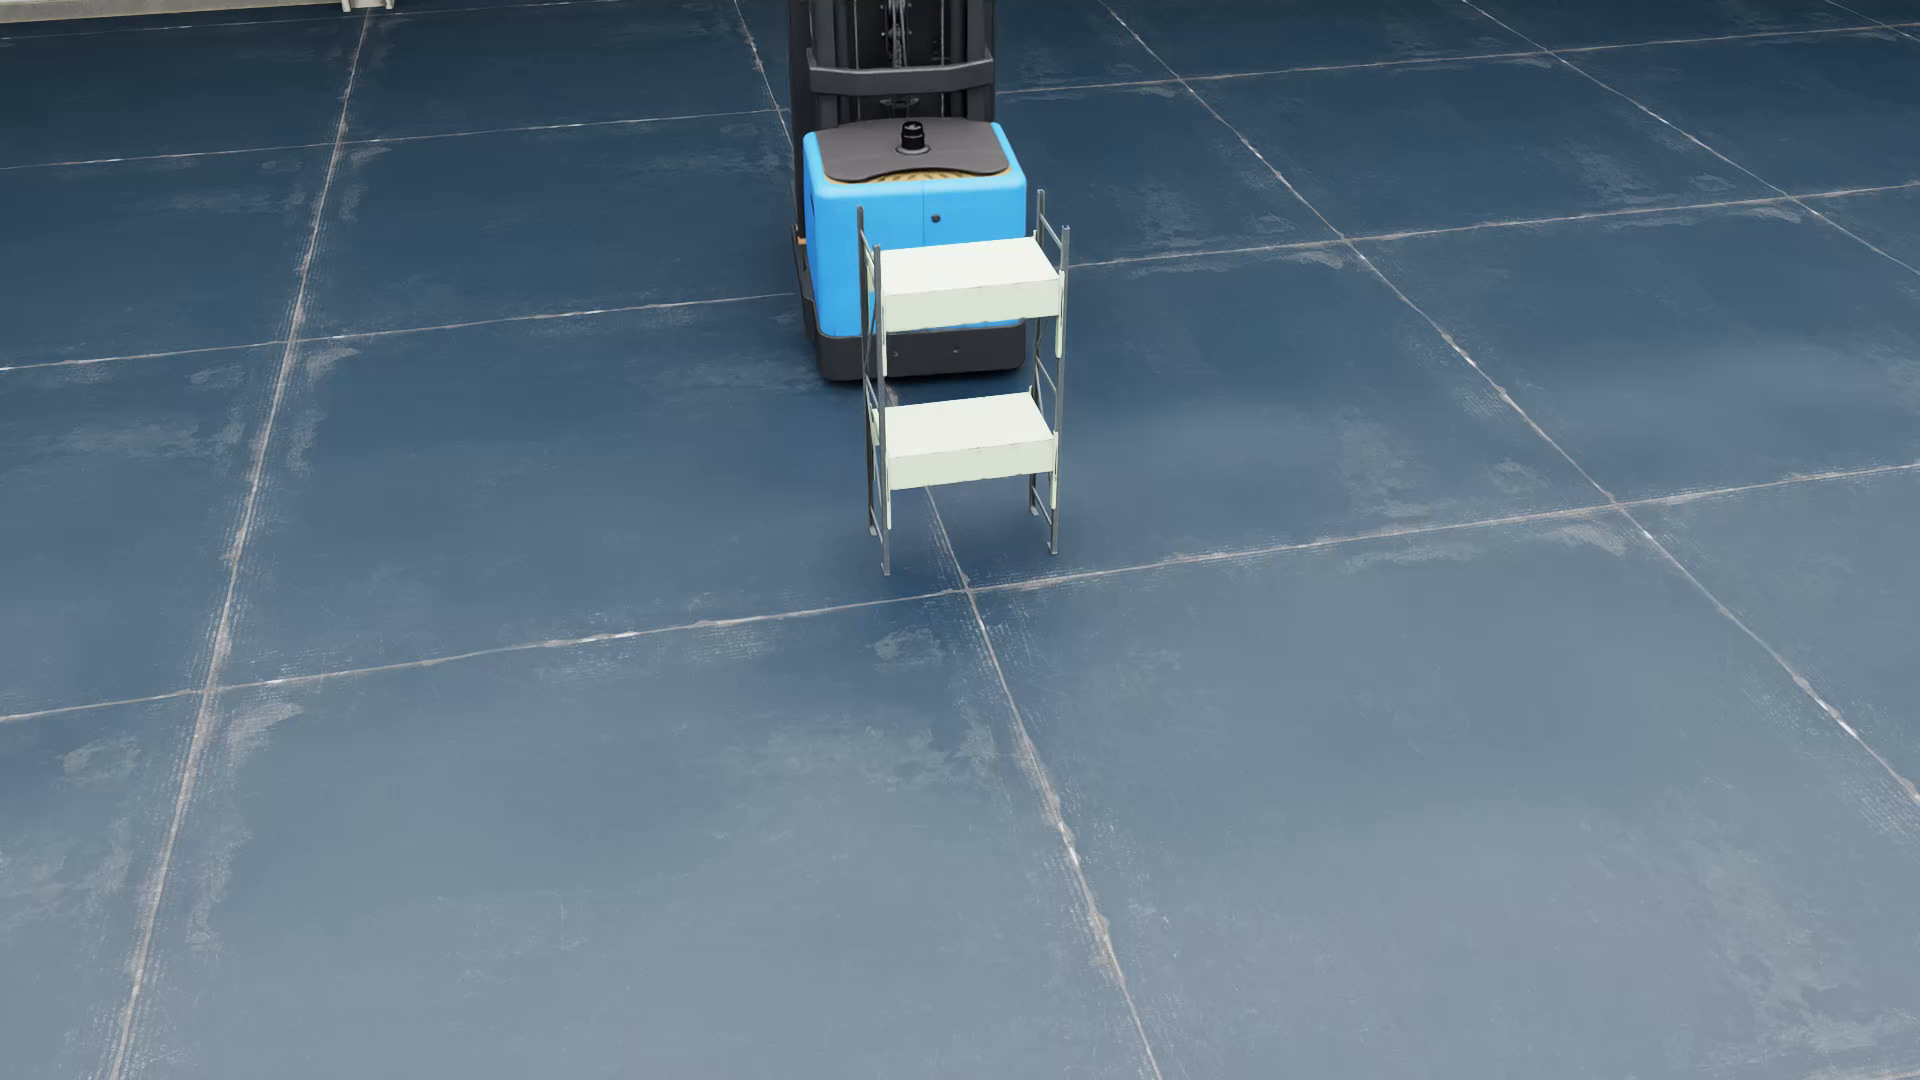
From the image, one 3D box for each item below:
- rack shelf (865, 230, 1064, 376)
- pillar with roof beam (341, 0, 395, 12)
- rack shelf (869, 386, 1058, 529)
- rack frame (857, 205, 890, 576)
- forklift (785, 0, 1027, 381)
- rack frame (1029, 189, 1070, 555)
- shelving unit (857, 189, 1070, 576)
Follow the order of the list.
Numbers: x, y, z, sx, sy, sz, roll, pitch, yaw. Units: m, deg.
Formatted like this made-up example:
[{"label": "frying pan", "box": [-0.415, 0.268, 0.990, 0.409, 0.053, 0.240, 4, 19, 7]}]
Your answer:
[{"label": "rack shelf", "box": [0.007, -0.948, 6.616, 0.720, 0.370, 0.431, -7, 35, -11]}, {"label": "pillar with roof beam", "box": [-4.000, -5.881, 7.938, 0.400, 9.000, 9.100, -7, 35, -11]}, {"label": "rack shelf", "box": [0.007, -0.353, 7.015, 0.720, 0.370, 0.431, -7, 35, -11]}, {"label": "rack frame", "box": [-0.350, -0.579, 6.766, 0.023, 1.500, 0.400, -7, 35, -11]}, {"label": "forklift", "box": [-0.393, -2.821, 8.824, 1.130, 2.935, 3.031, -5, 34, -7]}, {"label": "rack frame", "box": [0.363, -0.669, 6.900, 0.023, 1.500, 0.400, -7, 35, -11]}, {"label": "shelving unit", "box": [0.007, -0.624, 6.833, 0.755, 1.500, 0.431, -7, 35, -11]}]
